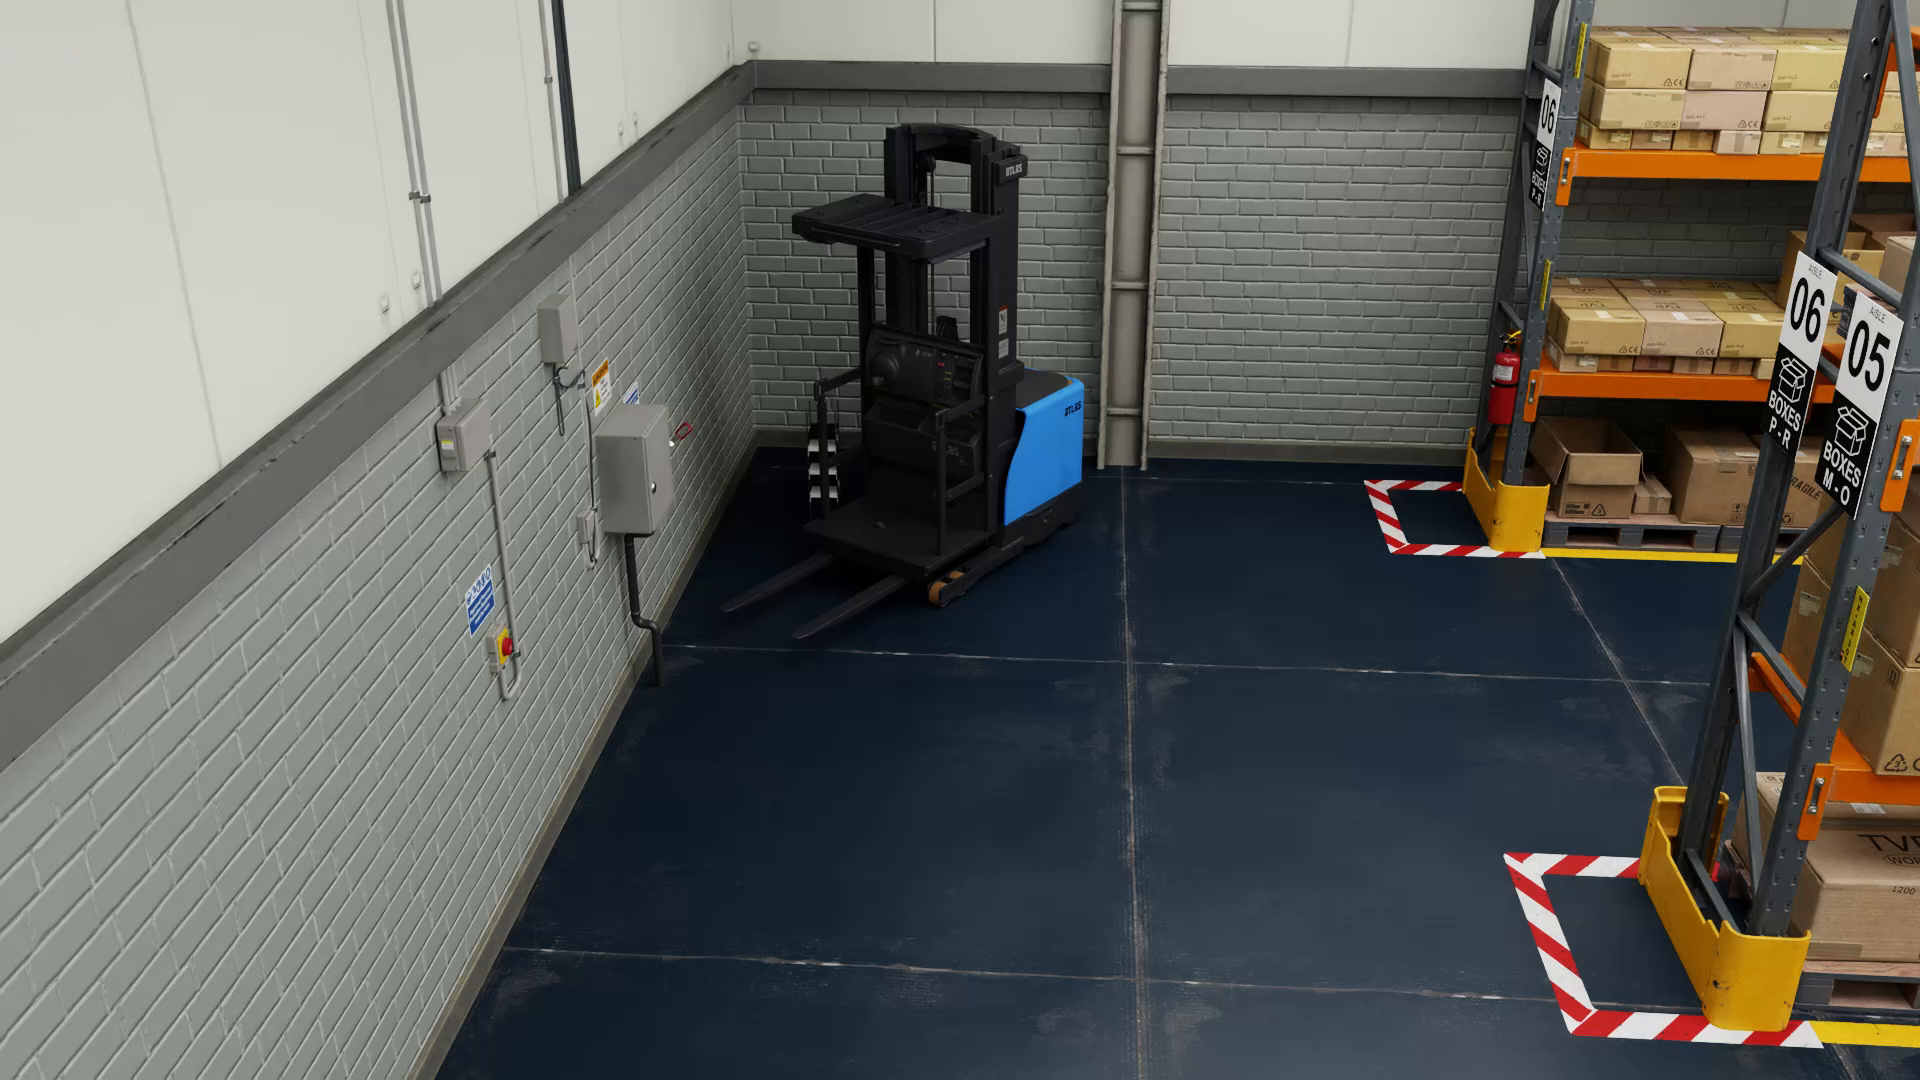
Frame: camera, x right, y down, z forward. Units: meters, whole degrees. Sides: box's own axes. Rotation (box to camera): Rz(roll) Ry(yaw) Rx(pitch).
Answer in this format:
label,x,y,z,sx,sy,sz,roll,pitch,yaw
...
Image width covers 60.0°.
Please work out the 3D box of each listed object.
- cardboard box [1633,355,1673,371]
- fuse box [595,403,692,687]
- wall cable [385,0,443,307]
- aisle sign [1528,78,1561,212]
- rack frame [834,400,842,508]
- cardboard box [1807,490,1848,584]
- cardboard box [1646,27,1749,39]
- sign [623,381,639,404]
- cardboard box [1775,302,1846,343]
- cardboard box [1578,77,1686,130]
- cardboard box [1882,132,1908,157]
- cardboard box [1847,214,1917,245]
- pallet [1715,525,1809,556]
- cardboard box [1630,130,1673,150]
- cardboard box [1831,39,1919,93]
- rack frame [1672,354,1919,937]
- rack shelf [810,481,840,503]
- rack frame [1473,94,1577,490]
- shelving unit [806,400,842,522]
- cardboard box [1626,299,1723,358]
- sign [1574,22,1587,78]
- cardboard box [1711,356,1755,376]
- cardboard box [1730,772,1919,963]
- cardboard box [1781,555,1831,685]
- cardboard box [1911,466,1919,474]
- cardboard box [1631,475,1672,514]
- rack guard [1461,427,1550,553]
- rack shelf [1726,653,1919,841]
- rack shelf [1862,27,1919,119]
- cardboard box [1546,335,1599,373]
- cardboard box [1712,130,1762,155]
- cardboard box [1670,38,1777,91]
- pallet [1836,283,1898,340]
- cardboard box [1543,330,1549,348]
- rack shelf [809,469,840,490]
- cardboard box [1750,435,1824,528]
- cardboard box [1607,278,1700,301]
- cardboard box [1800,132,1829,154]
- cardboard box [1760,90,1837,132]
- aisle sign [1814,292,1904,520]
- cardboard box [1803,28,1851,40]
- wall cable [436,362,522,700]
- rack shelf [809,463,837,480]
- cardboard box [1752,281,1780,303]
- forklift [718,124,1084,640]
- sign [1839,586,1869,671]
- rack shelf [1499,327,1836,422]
label,x,y,z,sx,sy,sz,roll,pitch,yaw
cardboard box,4.741,-1.301,11.502,0.250,0.149,0.380,2,25,3
fuse box,-1.781,0.089,9.720,0.414,1.711,0.539,2,25,4
wall cable,-2.157,-2.244,6.073,0.029,3.000,0.463,2,25,4
aisle sign,3.822,-2.584,10.879,0.004,0.787,0.394,2,25,4
rack frame,-0.885,-0.551,12.083,0.006,0.900,0.240,1,25,1
cardboard box,4.035,-0.038,7.139,0.500,0.500,0.500,3,25,6
cardboard box,4.896,-3.265,11.106,0.500,0.250,0.500,1,25,2
sign,-1.950,-0.665,9.932,0.001,0.494,0.329,2,25,4
cardboard box,5.864,-1.425,11.293,0.500,0.250,0.500,1,25,3
cardboard box,4.334,-2.825,10.747,0.500,0.250,0.500,2,25,3
cardboard box,5.983,-2.569,10.668,0.250,0.149,0.380,2,25,5
cardboard box,6.437,-1.961,11.562,0.500,0.500,0.500,1,25,3
pallet,5.997,-0.189,12.119,1.213,0.211,1.003,2,25,4
cardboard box,4.476,-2.667,10.881,0.250,0.149,0.380,2,25,5
cardboard box,5.853,-3.015,10.561,0.500,0.250,0.500,3,25,5
rack frame,3.537,0.546,7.187,0.127,3.000,1.000,2,25,4
rack shelf,-0.986,-0.359,12.174,0.200,0.077,0.258,1,25,1
rack frame,3.913,-1.523,11.683,0.127,3.000,1.000,2,25,4
shelving unit,-0.986,-0.552,12.085,0.210,0.900,0.258,1,25,1
cardboard box,4.847,-1.447,11.342,0.500,0.250,0.500,2,25,5
sign,3.871,-3.057,10.382,0.005,0.325,0.100,2,25,4
cardboard box,5.254,-1.262,11.415,0.250,0.149,0.380,2,25,5
cardboard box,4.202,1.498,7.680,0.875,0.438,0.875,1,25,2
cardboard box,4.038,0.405,7.372,0.500,0.500,0.500,2,25,4
cardboard box,3.910,-0.321,6.978,0.250,0.149,0.380,2,25,5
cardboard box,4.936,-0.330,11.998,0.250,0.149,0.380,1,25,2
rack guard,3.989,-0.385,12.201,0.348,0.500,1.175,2,25,4
rack shelf,5.531,0.936,7.198,4.000,0.370,1.077,2,25,4
rack shelf,5.531,-1.607,6.028,4.000,0.370,1.077,2,25,4
cardboard box,4.220,-1.284,11.464,0.250,0.149,0.380,2,25,4
cardboard box,4.971,-2.601,10.738,0.250,0.149,0.380,2,25,5
cardboard box,4.842,-3.037,10.610,0.500,0.250,0.500,2,25,4
pallet,4.277,-0.757,6.536,1.213,0.211,1.003,2,25,4
cardboard box,4.264,-1.510,11.956,0.250,0.149,0.380,2,25,3
rack shelf,-0.986,-0.440,12.137,0.200,0.077,0.258,1,25,1
cardboard box,5.884,-0.417,11.768,0.500,0.500,0.500,2,25,5
cardboard box,4.906,-1.669,11.824,0.500,0.250,0.500,2,25,4
cardboard box,5.484,-2.613,10.765,0.250,0.149,0.380,2,25,3
cardboard box,5.352,-2.796,10.683,0.500,0.250,0.500,1,25,2
aisle sign,3.443,-0.517,6.386,0.004,0.787,0.394,2,25,4
cardboard box,5.907,-3.226,11.020,0.500,0.250,0.500,2,25,4
wall cable,-2.087,-0.101,7.339,0.123,1.953,0.585,2,25,4
rack shelf,-0.986,-0.522,12.099,0.200,0.077,0.258,1,25,1
cardboard box,5.921,-1.634,11.749,0.500,0.250,0.500,2,25,4
forklift,-0.367,-1.120,10.890,1.130,2.935,3.031,17,30,32
sign,3.488,0.348,6.487,0.005,0.325,0.100,2,25,4
rack shelf,5.907,-1.132,11.695,4.000,0.370,1.077,2,25,4
